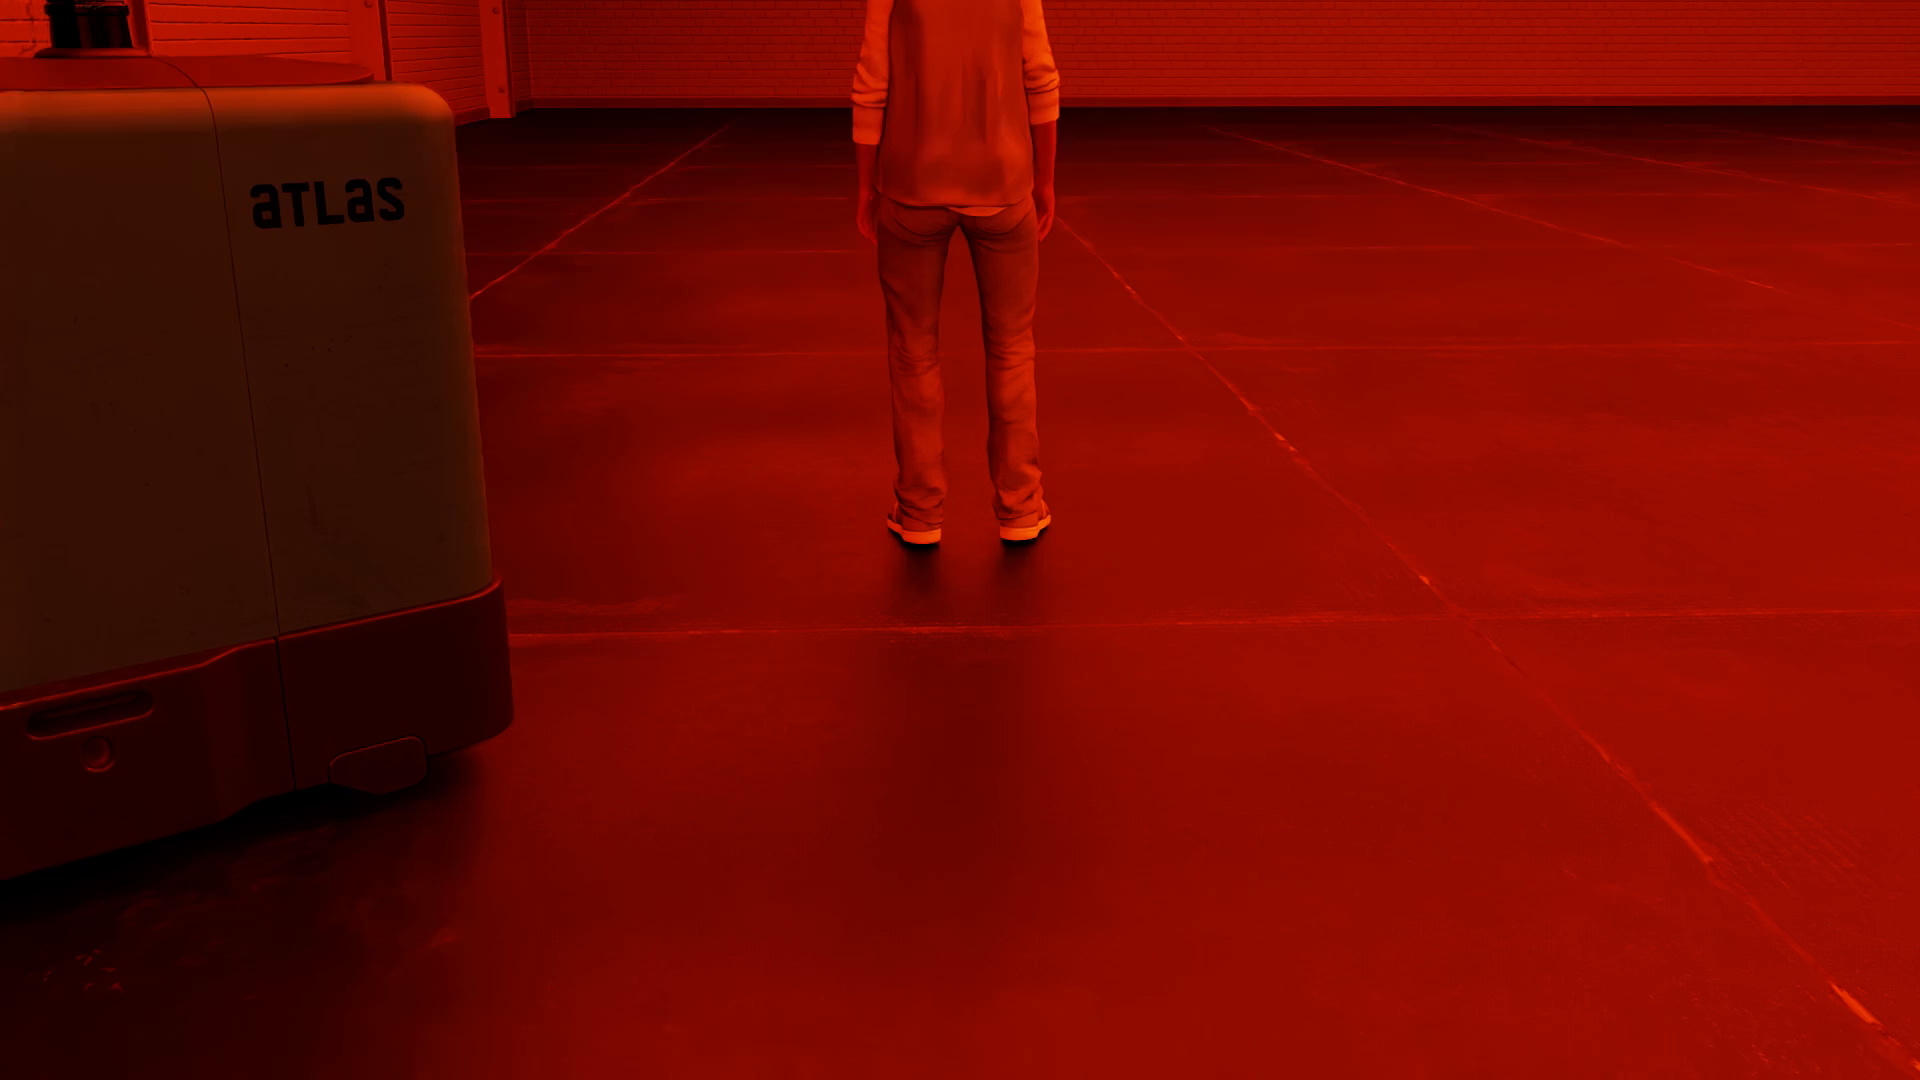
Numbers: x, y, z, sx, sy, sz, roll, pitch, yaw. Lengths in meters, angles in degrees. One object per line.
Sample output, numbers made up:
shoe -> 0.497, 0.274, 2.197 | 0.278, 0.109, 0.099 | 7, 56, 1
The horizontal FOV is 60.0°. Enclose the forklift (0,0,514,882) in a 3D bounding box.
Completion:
forklift -> -2.198, -0.876, 1.771 | 3.031, 2.935, 1.130 | -13, 21, -36

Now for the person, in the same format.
person -> -0.007, -0.761, 3.707 | 0.467, 1.581, 0.344 | -1, 17, -5
